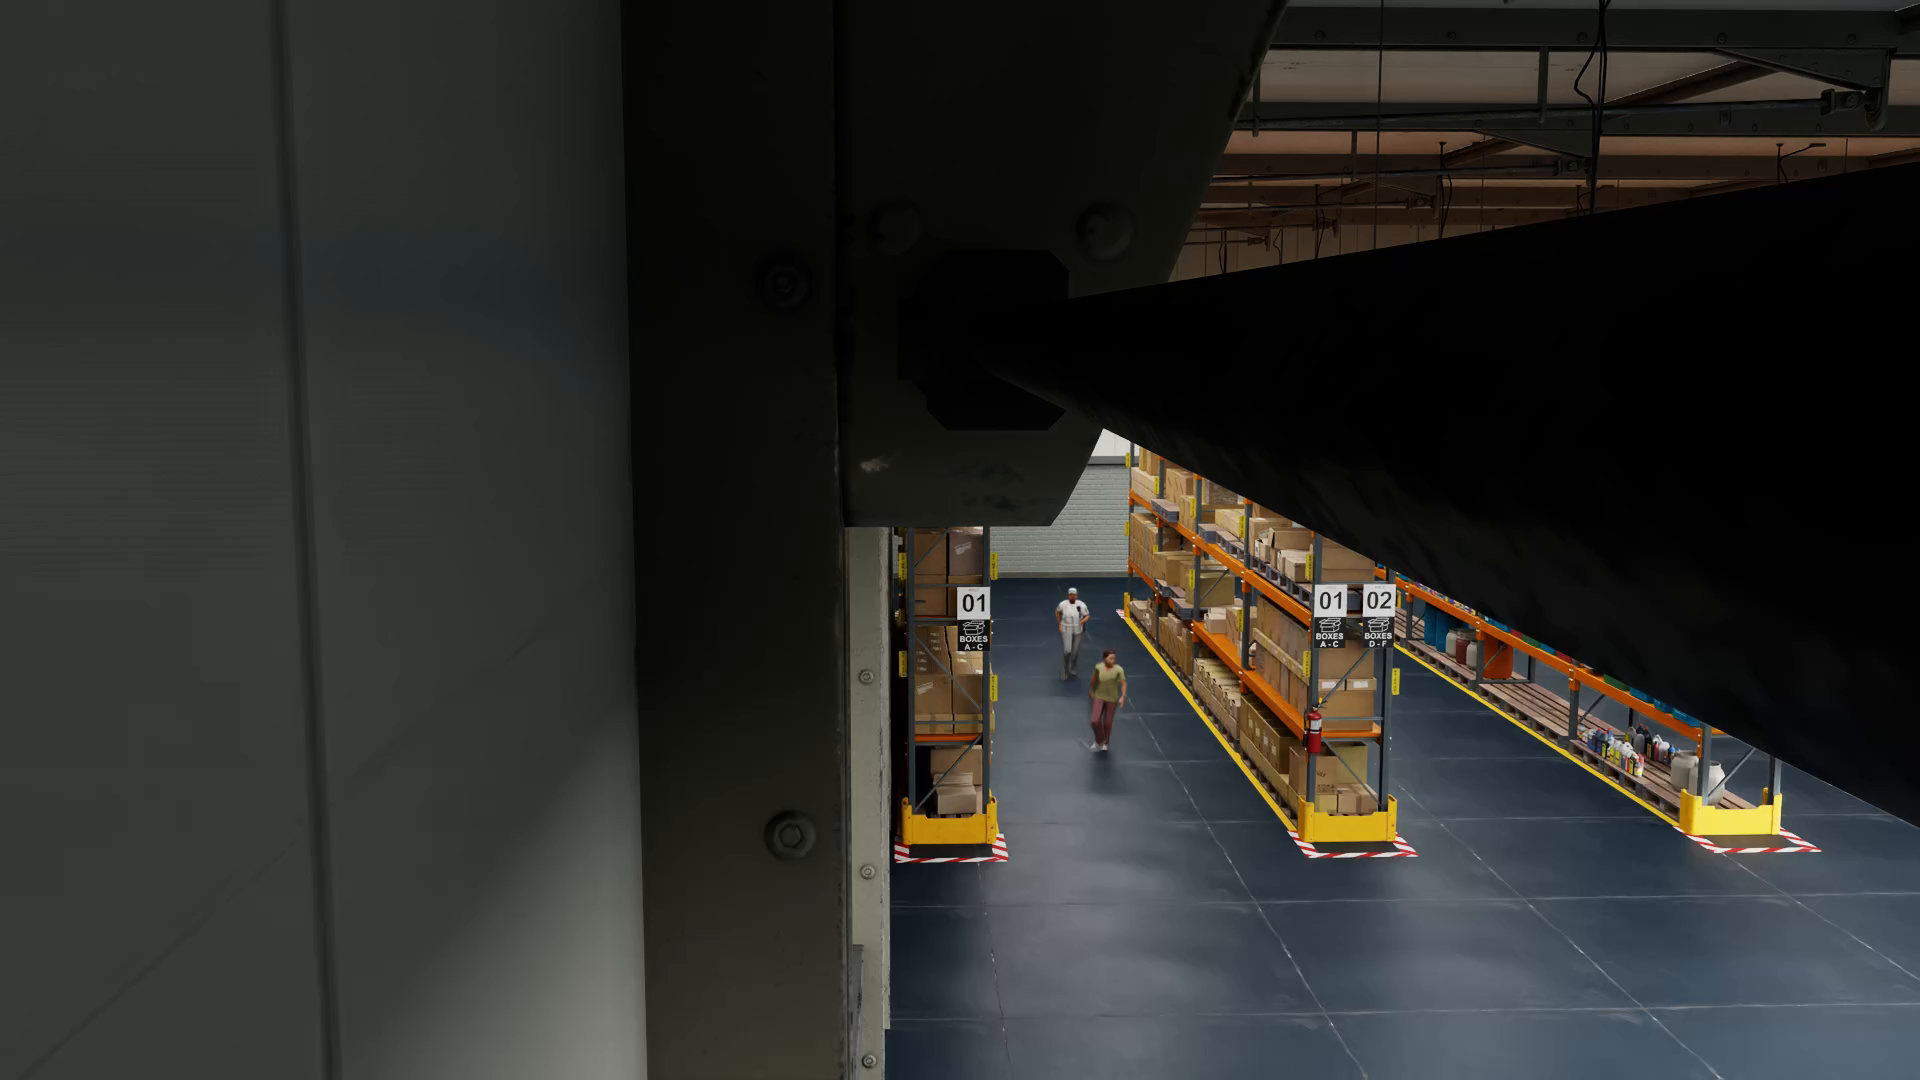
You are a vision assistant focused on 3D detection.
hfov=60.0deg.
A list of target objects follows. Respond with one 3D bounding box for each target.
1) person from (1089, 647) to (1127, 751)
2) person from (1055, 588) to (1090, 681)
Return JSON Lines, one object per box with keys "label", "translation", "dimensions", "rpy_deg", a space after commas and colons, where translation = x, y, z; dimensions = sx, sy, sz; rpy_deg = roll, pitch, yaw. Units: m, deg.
{"label": "person", "translation": [2.190, 2.364, 24.673], "dimensions": [0.563, 1.616, 0.668], "rpy_deg": [1, 7, 5]}
{"label": "person", "translation": [2.036, 1.692, 29.938], "dimensions": [0.596, 1.702, 0.722], "rpy_deg": [0, 7, -4]}
